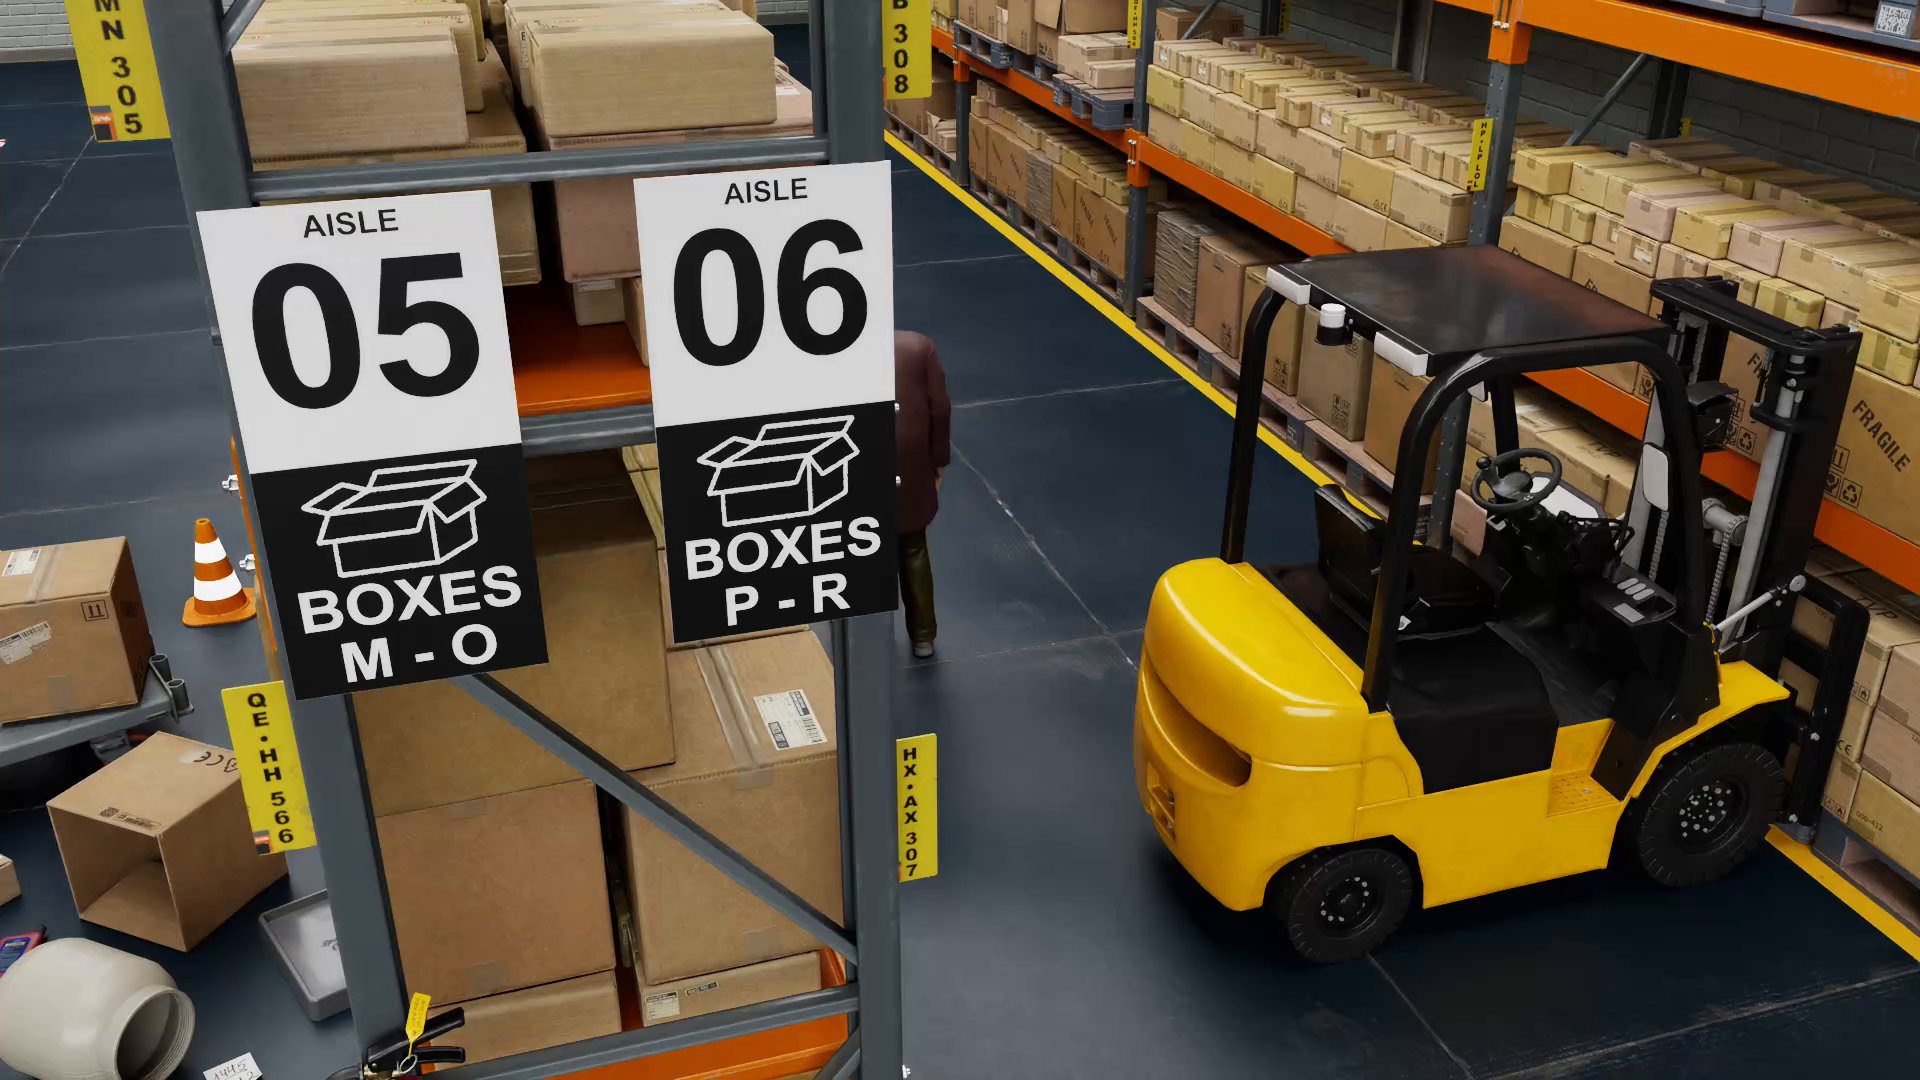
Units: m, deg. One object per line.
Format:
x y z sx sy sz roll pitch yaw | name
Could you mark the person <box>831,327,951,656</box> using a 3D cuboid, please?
-0.346 -0.295 7.236 0.641 1.773 0.431 -10 28 -19 | person
